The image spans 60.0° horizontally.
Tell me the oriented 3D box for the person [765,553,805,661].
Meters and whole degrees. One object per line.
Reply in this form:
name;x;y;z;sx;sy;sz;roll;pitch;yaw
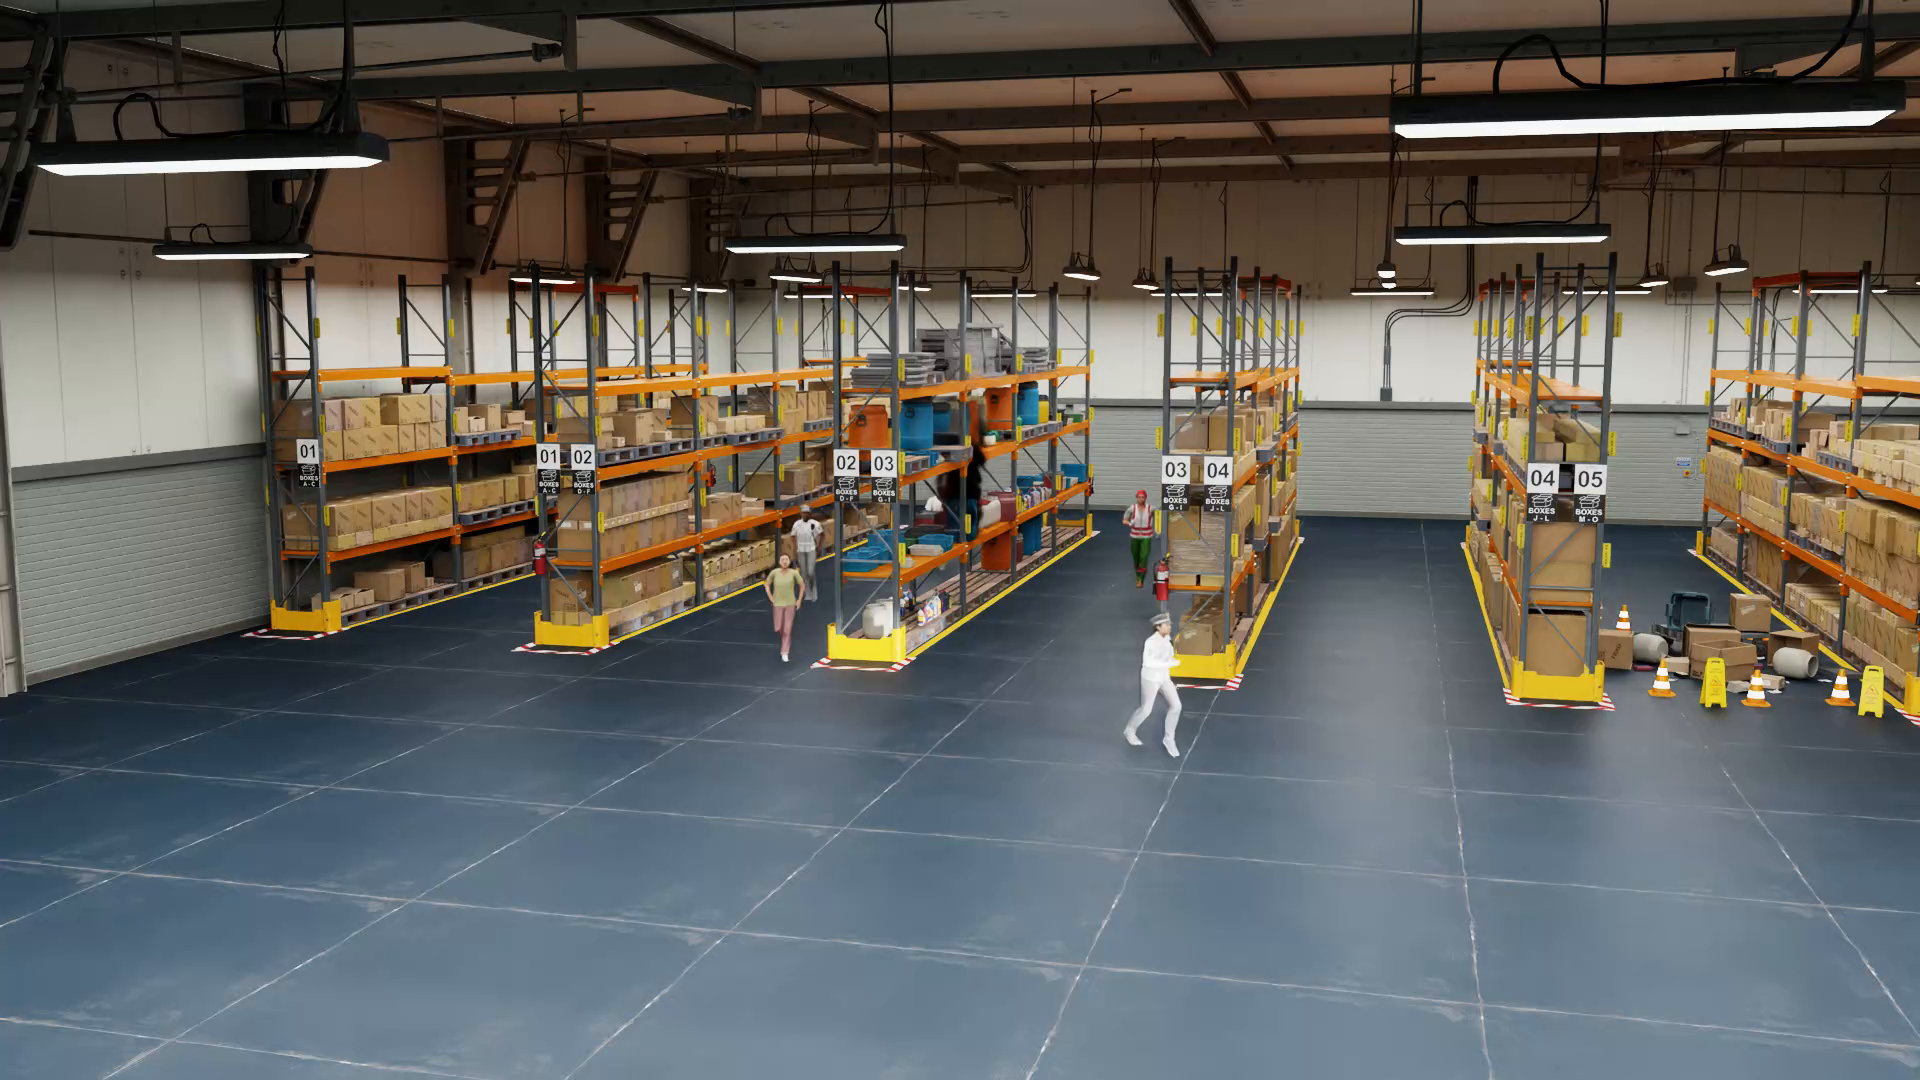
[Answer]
person;-2.671;1.000;25.358;0.612;1.649;0.563;0;7;2

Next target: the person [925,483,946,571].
person;-0.407;-0.287;34.769;0.662;1.823;0.738;2;7;13

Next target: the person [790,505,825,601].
person;-2.676;0.233;28.938;0.576;1.709;0.580;1;7;6

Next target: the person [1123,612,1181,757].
person;2.288;1.686;19.698;0.828;1.727;0.638;6;10;41

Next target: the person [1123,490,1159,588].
person;3.324;-0.023;30.603;0.665;1.819;0.891;2;7;12
